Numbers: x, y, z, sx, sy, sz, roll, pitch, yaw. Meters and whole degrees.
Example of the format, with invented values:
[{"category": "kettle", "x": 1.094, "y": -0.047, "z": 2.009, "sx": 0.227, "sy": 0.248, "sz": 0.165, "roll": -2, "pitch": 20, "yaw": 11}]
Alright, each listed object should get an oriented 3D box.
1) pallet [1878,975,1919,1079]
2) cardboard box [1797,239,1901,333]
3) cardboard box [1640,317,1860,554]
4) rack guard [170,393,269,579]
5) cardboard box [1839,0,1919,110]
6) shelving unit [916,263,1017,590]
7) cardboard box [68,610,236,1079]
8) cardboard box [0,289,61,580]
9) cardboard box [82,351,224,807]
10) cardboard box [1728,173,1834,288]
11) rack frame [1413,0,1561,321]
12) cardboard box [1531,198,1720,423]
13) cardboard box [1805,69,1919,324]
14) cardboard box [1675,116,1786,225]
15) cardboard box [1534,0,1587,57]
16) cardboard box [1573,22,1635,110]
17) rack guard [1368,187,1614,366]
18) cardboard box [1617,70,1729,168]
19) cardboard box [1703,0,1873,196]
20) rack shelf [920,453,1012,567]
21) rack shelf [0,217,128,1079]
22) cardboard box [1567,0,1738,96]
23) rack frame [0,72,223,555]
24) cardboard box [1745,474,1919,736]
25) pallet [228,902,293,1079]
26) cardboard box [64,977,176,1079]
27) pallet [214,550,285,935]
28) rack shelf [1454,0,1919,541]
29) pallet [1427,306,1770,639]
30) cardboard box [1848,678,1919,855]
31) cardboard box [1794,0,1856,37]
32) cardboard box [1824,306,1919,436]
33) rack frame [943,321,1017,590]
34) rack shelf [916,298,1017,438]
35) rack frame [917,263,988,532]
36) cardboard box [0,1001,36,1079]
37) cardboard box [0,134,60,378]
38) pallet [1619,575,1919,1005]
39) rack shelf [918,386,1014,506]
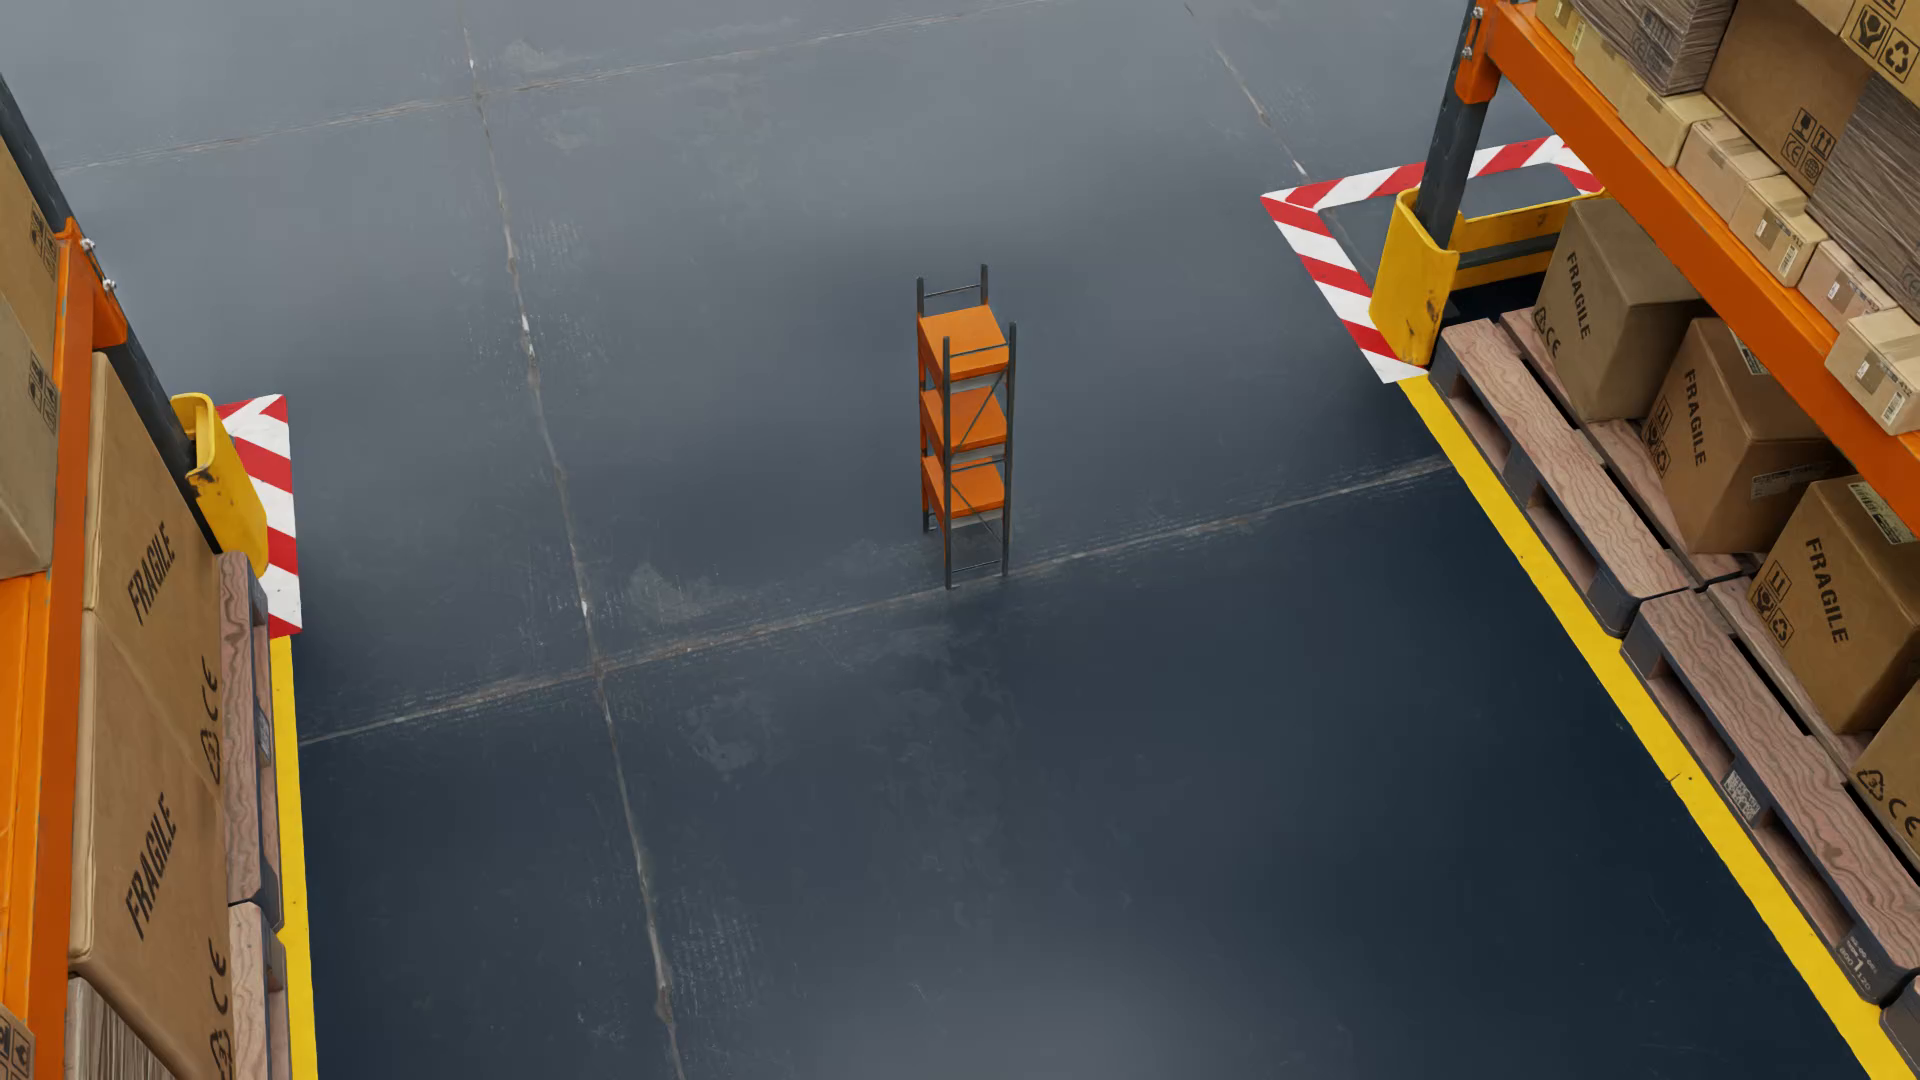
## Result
[{"category": "pallet", "x": 2.978, "y": 1.467, "z": 3.875, "sx": 1.003, "sy": 0.211, "sz": 1.213, "roll": -13, "pitch": 51, "yaw": -11}, {"category": "cardboard box", "x": 2.260, "y": -0.616, "z": 3.972, "sx": 0.380, "sy": 0.149, "sz": 0.250, "roll": -13, "pitch": 51, "yaw": -11}, {"category": "cardboard box", "x": 2.405, "y": -0.311, "z": 4.911, "sx": 0.500, "sy": 0.500, "sz": 0.500, "roll": -2, "pitch": 50, "yaw": -1}, {"category": "rack guard", "x": -2.748, "y": -0.035, "z": 4.952, "sx": 1.175, "sy": 0.500, "sz": 0.348, "roll": -13, "pitch": 51, "yaw": -11}, {"category": "cardboard box", "x": 2.220, "y": -1.126, "z": 3.323, "sx": 0.500, "sy": 0.500, "sz": 0.500, "roll": -13, "pitch": 51, "yaw": -11}, {"category": "shelving unit", "x": 0.016, "y": -0.299, "z": 4.816, "sx": 0.215, "sy": 1.050, "sz": 0.252, "roll": -13, "pitch": 51, "yaw": -11}, {"category": "cardboard box", "x": -2.215, "y": 0.849, "z": 3.687, "sx": 0.875, "sy": 0.875, "sz": 0.875, "roll": -14, "pitch": 51, "yaw": -12}, {"category": "cardboard box", "x": -2.404, "y": -0.214, "z": 3.370, "sx": 0.875, "sy": 0.550, "sz": 0.550, "roll": -13, "pitch": 51, "yaw": -11}, {"category": "cardboard box", "x": -2.477, "y": 0.207, "z": 4.229, "sx": 0.875, "sy": 0.875, "sz": 0.875, "roll": -13, "pitch": 51, "yaw": -11}, {"category": "cardboard box", "x": 2.160, "y": -0.792, "z": 4.120, "sx": 0.380, "sy": 0.149, "sz": 0.250, "roll": -13, "pitch": 51, "yaw": -11}, {"category": "rack frame", "x": 2.027, "y": -1.870, "z": 4.865, "sx": 1.000, "sy": 3.000, "sz": 0.127, "roll": -13, "pitch": 51, "yaw": -11}, {"category": "cardboard box", "x": 2.196, "y": -0.740, "z": 5.272, "sx": 0.500, "sy": 0.500, "sz": 0.500, "roll": -5, "pitch": 50, "yaw": -4}, {"category": "cardboard box", "x": 2.533, "y": -0.878, "z": 3.768, "sx": 0.875, "sy": 0.500, "sz": 0.500, "roll": -13, "pitch": 51, "yaw": -11}, {"category": "cardboard box", "x": 2.093, "y": -0.977, "z": 4.276, "sx": 0.380, "sy": 0.149, "sz": 0.250, "roll": -13, "pitch": 51, "yaw": -11}, {"category": "cardboard box", "x": 1.884, "y": -1.527, "z": 4.740, "sx": 0.380, "sy": 0.149, "sz": 0.250, "roll": -13, "pitch": 51, "yaw": -11}, {"category": "cardboard box", "x": 1.939, "y": -1.340, "z": 4.582, "sx": 0.380, "sy": 0.149, "sz": 0.250, "roll": -13, "pitch": 51, "yaw": -11}, {"category": "rack guard", "x": 2.050, "y": -1.009, "z": 5.774, "sx": 1.175, "sy": 0.500, "sz": 0.348, "roll": -13, "pitch": 51, "yaw": -11}, {"category": "cardboard box", "x": 1.999, "y": -1.154, "z": 4.426, "sx": 0.380, "sy": 0.149, "sz": 0.250, "roll": -13, "pitch": 51, "yaw": -11}, {"category": "cardboard box", "x": 2.426, "y": -1.253, "z": 4.084, "sx": 0.875, "sy": 0.500, "sz": 0.500, "roll": -13, "pitch": 51, "yaw": -11}, {"category": "rack shelf", "x": 0.016, "y": -0.113, "z": 5.036, "sx": 0.215, "sy": 0.259, "sz": 0.240, "roll": -13, "pitch": 51, "yaw": -11}, {"category": "rack shelf", "x": -2.150, "y": 0.870, "z": 3.025, "sx": 1.077, "sy": 0.370, "sz": 4.000, "roll": -13, "pitch": 51, "yaw": -11}, {"category": "cardboard box", "x": 2.163, "y": -1.591, "z": 4.369, "sx": 0.875, "sy": 0.500, "sz": 0.500, "roll": -13, "pitch": 51, "yaw": -11}, {"category": "rack frame", "x": -2.741, "y": -0.823, "z": 3.982, "sx": 1.000, "sy": 3.000, "sz": 0.127, "roll": -13, "pitch": 51, "yaw": -11}, {"category": "cardboard box", "x": 2.572, "y": 0.150, "z": 4.522, "sx": 0.500, "sy": 0.500, "sz": 0.500, "roll": -9, "pitch": 50, "yaw": -8}, {"category": "pallet", "x": -2.073, "y": 1.532, "z": 3.821, "sx": 1.003, "sy": 0.211, "sz": 1.213, "roll": -13, "pitch": 51, "yaw": -11}, {"category": "cardboard box", "x": -1.947, "y": 1.515, "z": 3.126, "sx": 0.875, "sy": 0.875, "sz": 0.875, "roll": -13, "pitch": 51, "yaw": -11}, {"category": "pallet", "x": -2.430, "y": 0.642, "z": 4.571, "sx": 1.003, "sy": 0.211, "sz": 1.213, "roll": -13, "pitch": 51, "yaw": -11}, {"category": "rack shelf", "x": 2.619, "y": -0.178, "z": 3.909, "sx": 1.077, "sy": 0.370, "sz": 4.000, "roll": -13, "pitch": 51, "yaw": -11}, {"category": "pallet", "x": 2.256, "y": -0.315, "z": 5.377, "sx": 1.003, "sy": 0.211, "sz": 1.213, "roll": -13, "pitch": 51, "yaw": -11}, {"category": "cardboard box", "x": 2.695, "y": 0.568, "z": 4.170, "sx": 0.500, "sy": 0.500, "sz": 0.500, "roll": -17, "pitch": 52, "yaw": -14}, {"category": "cardboard box", "x": 2.071, "y": -1.491, "z": 3.631, "sx": 0.500, "sy": 0.500, "sz": 0.500, "roll": -13, "pitch": 51, "yaw": -11}, {"category": "cardboard box", "x": 2.235, "y": -0.410, "z": 3.798, "sx": 0.380, "sy": 0.149, "sz": 0.250, "roll": -13, "pitch": 51, "yaw": -11}, {"category": "rack frame", "x": 0.052, "y": -0.210, "z": 4.741, "sx": 0.200, "sy": 1.050, "sz": 0.008, "roll": -13, "pitch": 51, "yaw": -11}, {"category": "rack shelf", "x": 0.016, "y": -0.475, "z": 4.607, "sx": 0.215, "sy": 0.259, "sz": 0.240, "roll": -13, "pitch": 51, "yaw": -11}, {"category": "rack frame", "x": -0.020, "y": -0.388, "z": 4.891, "sx": 0.200, "sy": 1.050, "sz": 0.008, "roll": -13, "pitch": 51, "yaw": -11}, {"category": "cardboard box", "x": -1.910, "y": 0.966, "z": 2.376, "sx": 0.875, "sy": 0.550, "sz": 0.550, "roll": -13, "pitch": 51, "yaw": -11}, {"category": "cardboard box", "x": -2.588, "y": -0.610, "z": 3.705, "sx": 0.875, "sy": 0.550, "sz": 0.550, "roll": -13, "pitch": 51, "yaw": -11}, {"category": "pallet", "x": 2.613, "y": 0.575, "z": 4.627, "sx": 1.003, "sy": 0.211, "sz": 1.213, "roll": -13, "pitch": 51, "yaw": -11}, {"category": "rack shelf", "x": 0.016, "y": -0.292, "z": 4.824, "sx": 0.215, "sy": 0.259, "sz": 0.240, "roll": -13, "pitch": 51, "yaw": -11}]
